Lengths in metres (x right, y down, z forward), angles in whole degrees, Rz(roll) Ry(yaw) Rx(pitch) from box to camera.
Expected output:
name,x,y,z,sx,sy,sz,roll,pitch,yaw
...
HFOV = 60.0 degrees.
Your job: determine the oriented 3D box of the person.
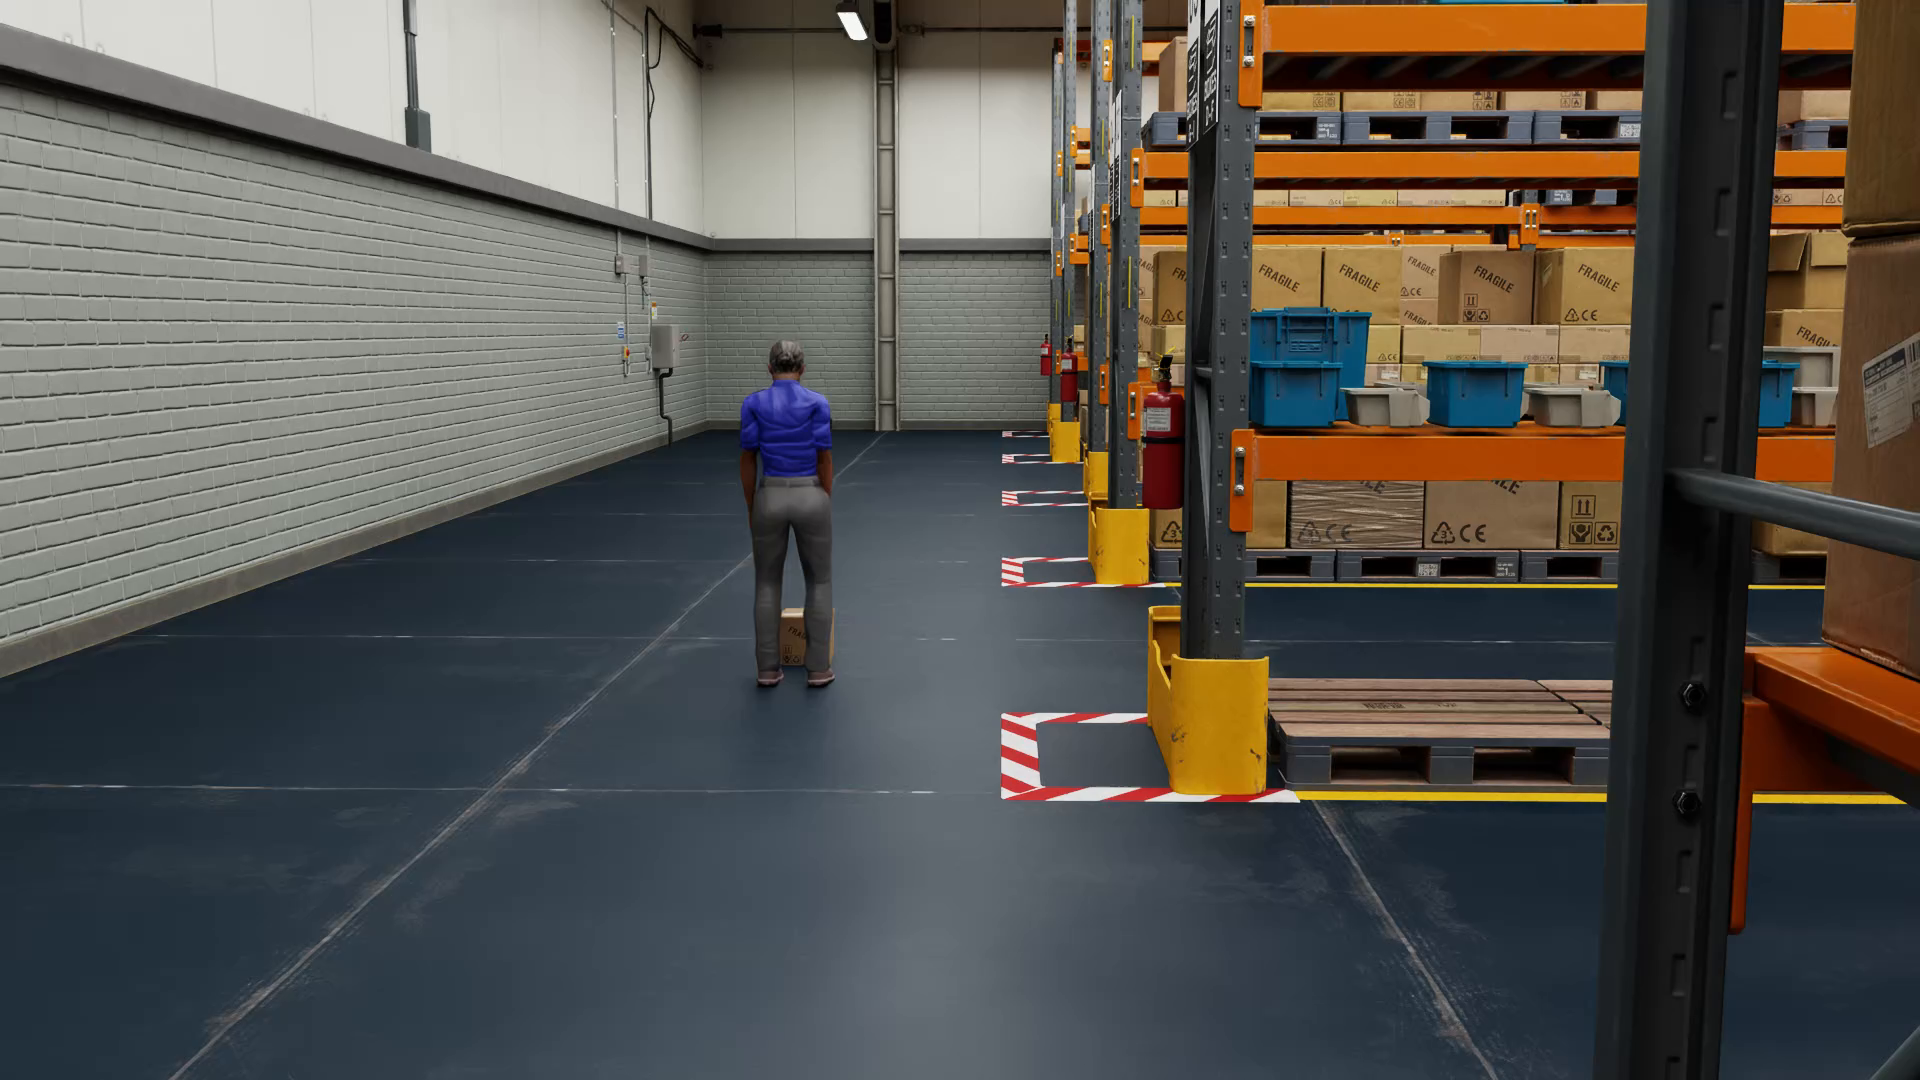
name,x,y,z,sx,sy,sz,roll,pitch,yaw
person,-0.819,-0.123,7.881,0.446,1.636,0.325,0,7,3
